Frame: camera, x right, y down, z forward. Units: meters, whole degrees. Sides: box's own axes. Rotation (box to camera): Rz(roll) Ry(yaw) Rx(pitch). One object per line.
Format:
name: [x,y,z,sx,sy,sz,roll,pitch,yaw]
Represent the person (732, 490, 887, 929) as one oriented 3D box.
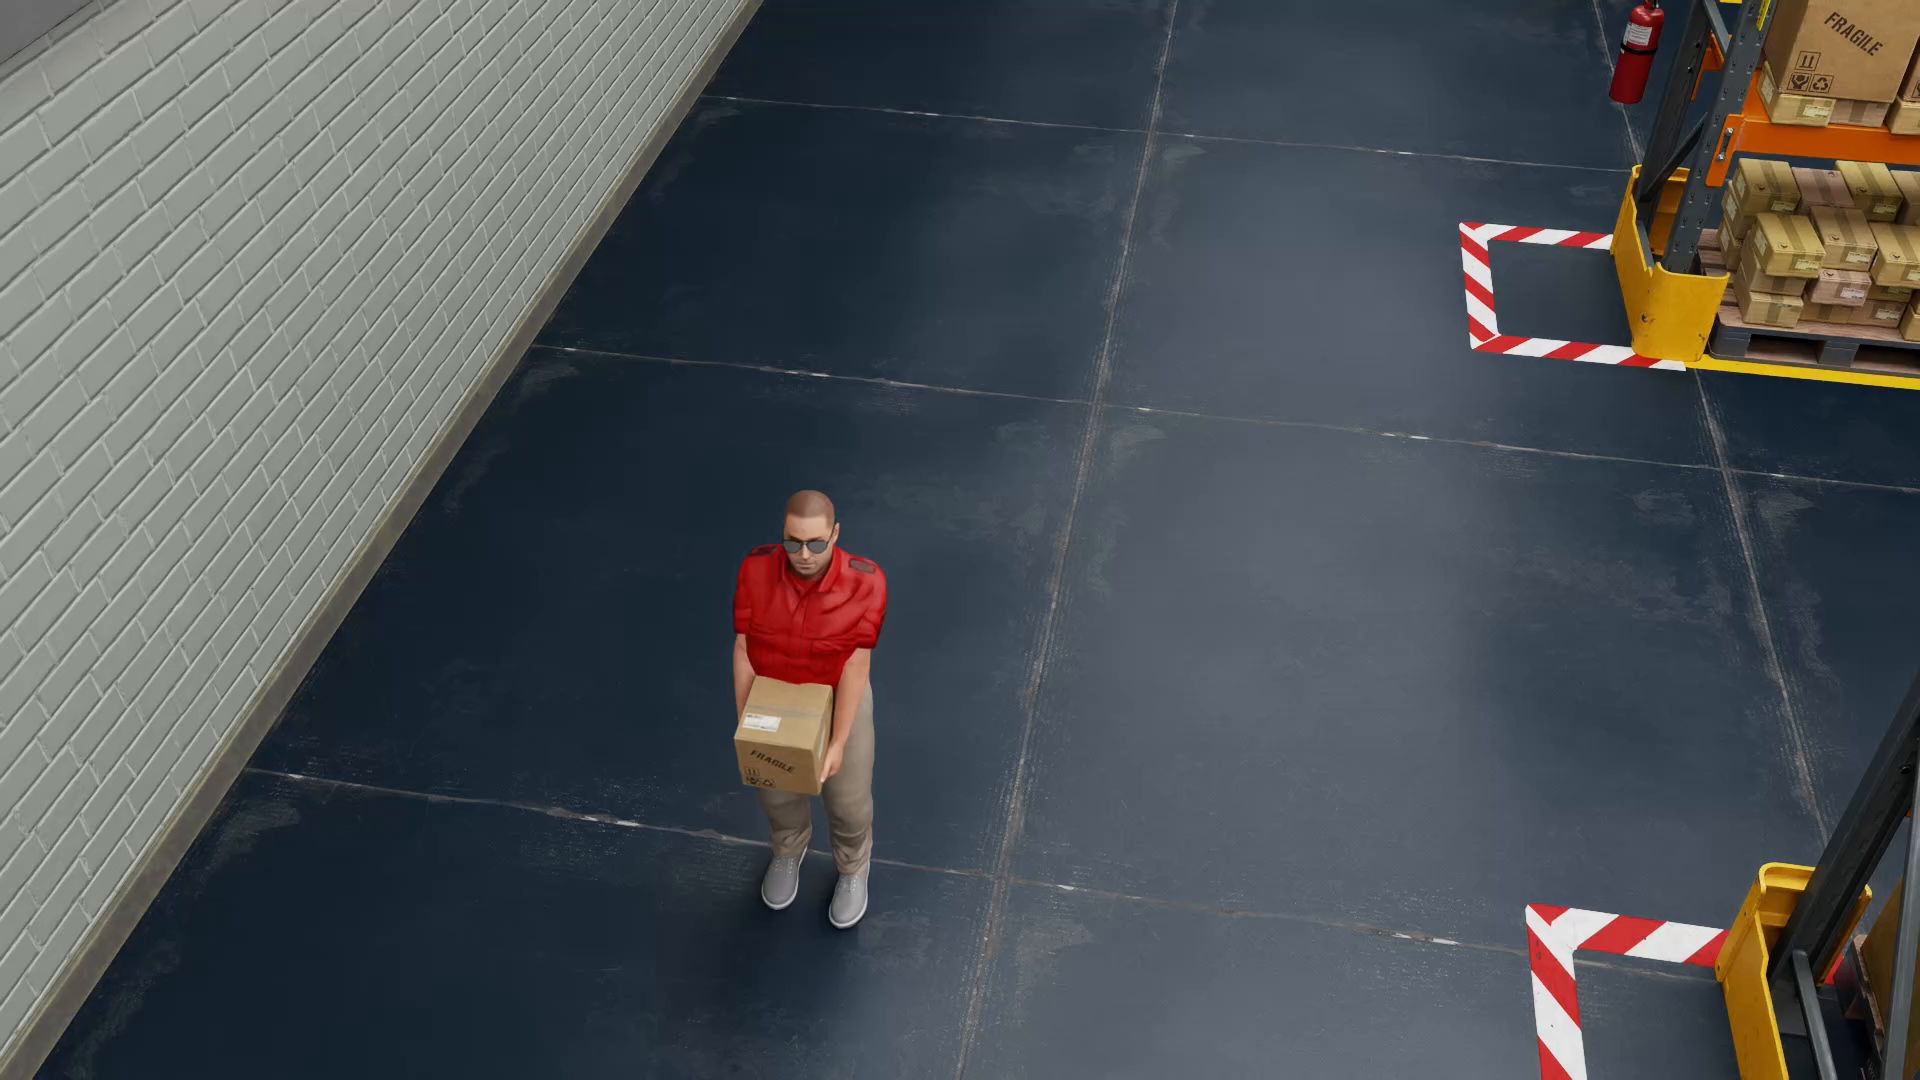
person: [-0.495,0.621,5.447,0.493,1.719,0.538,7,41,8]
